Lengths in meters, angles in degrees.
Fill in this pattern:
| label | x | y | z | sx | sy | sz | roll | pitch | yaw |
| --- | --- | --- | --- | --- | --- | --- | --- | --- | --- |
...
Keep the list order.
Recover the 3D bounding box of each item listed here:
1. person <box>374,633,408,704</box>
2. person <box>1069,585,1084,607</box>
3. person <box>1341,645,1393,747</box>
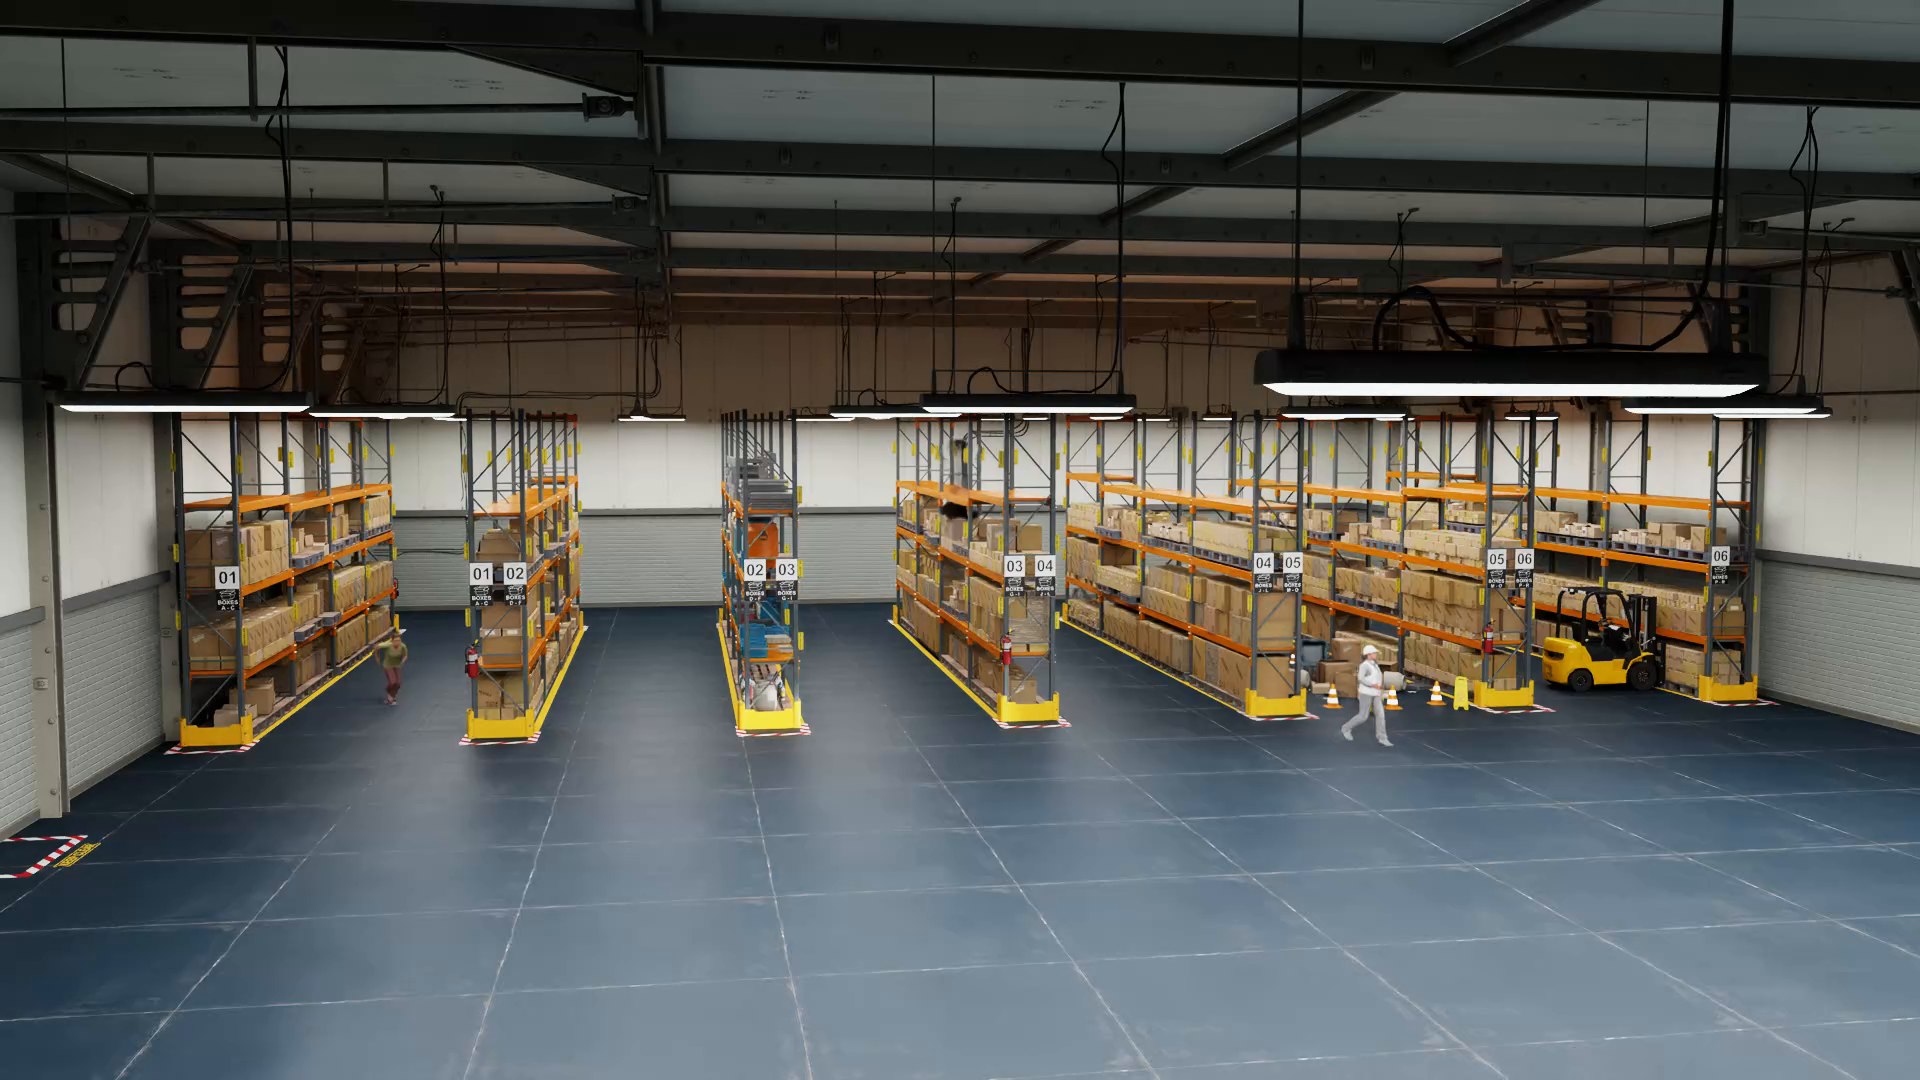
| label | x | y | z | sx | sy | sz | roll | pitch | yaw |
| --- | --- | --- | --- | --- | --- | --- | --- | --- | --- |
| person | -11.536 | 2.621 | 33.738 | 0.606 | 1.503 | 0.810 | -3 | 5 | -37 |
| person | 3.587 | 1.431 | 49.875 | 0.697 | 1.738 | 0.598 | -2 | 5 | -30 |
| person | 7.323 | 2.760 | 29.669 | 0.976 | 1.773 | 0.698 | 3 | 5 | 41 |
